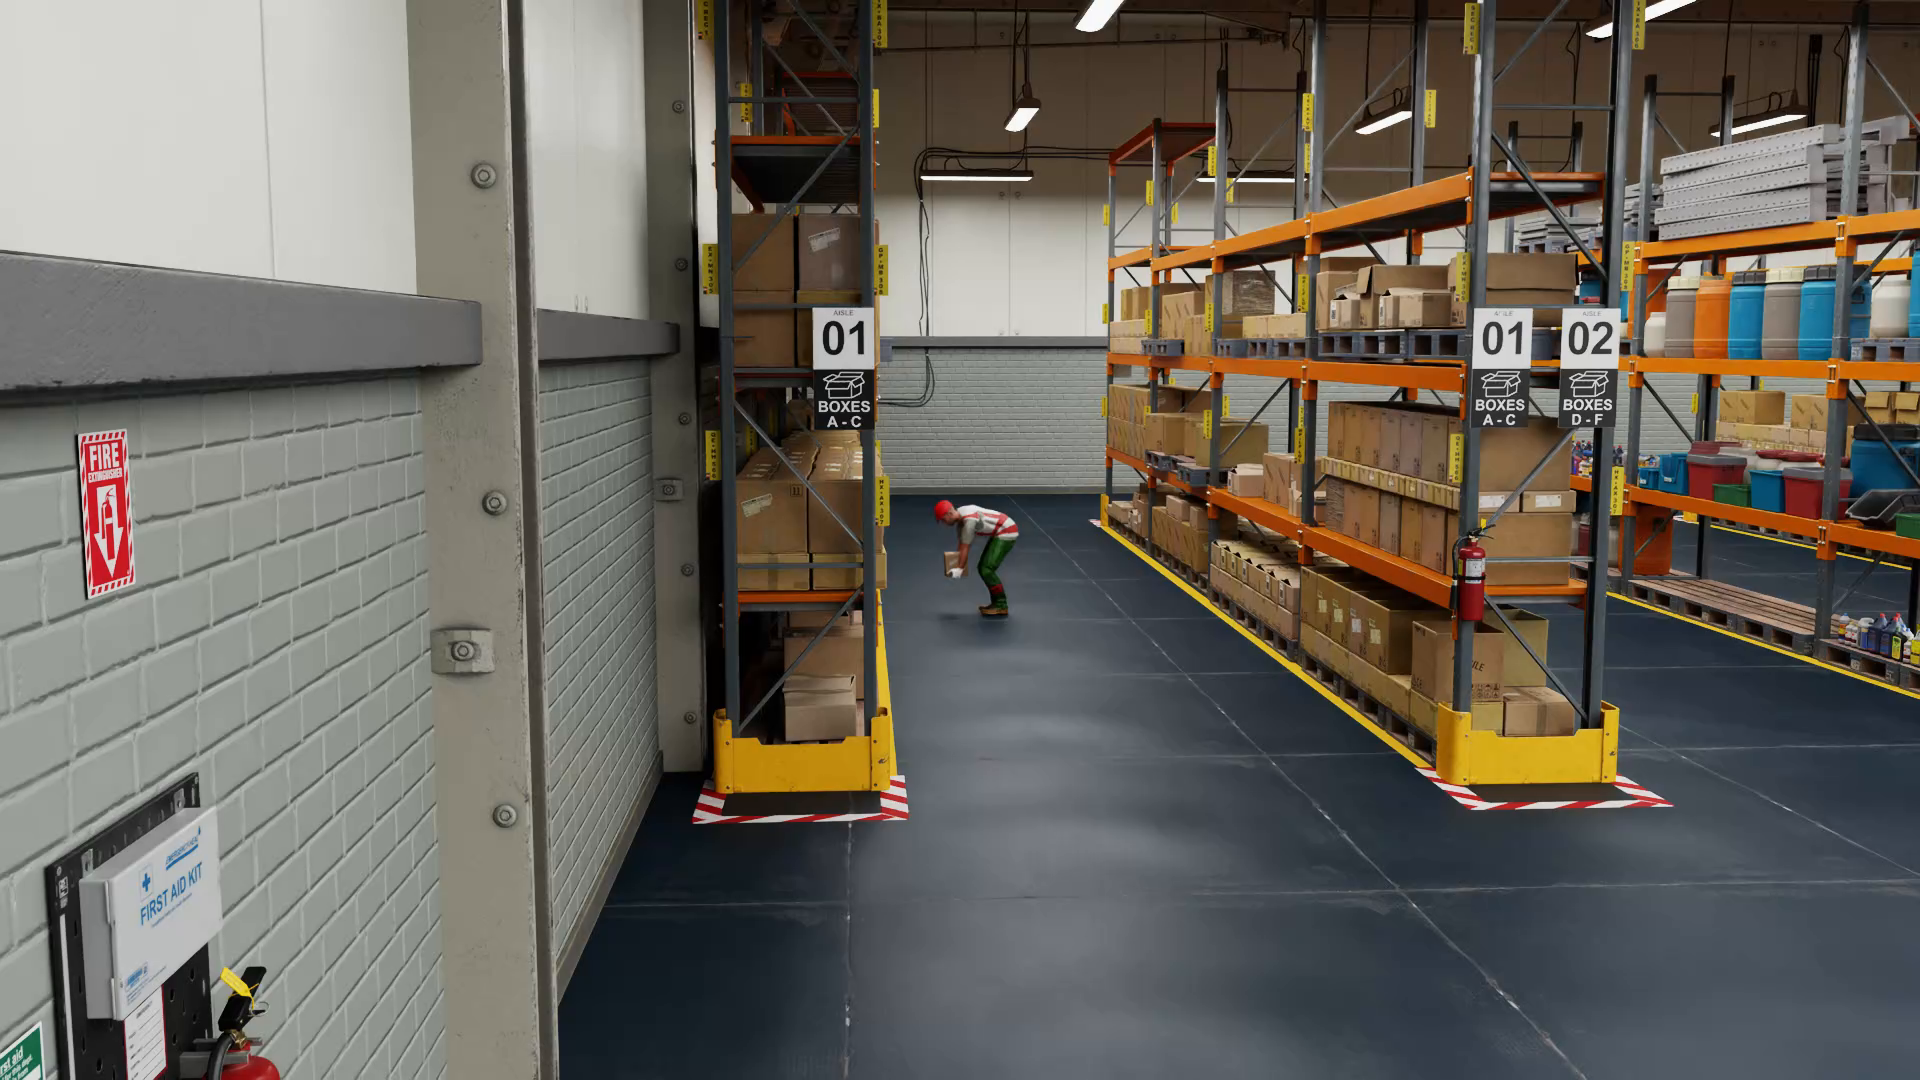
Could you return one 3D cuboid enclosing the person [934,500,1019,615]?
[{"bbox_3d":[0.180,0.184,18.324,0.928,1.257,0.509,-1,7,-6],"label":"person"}]
